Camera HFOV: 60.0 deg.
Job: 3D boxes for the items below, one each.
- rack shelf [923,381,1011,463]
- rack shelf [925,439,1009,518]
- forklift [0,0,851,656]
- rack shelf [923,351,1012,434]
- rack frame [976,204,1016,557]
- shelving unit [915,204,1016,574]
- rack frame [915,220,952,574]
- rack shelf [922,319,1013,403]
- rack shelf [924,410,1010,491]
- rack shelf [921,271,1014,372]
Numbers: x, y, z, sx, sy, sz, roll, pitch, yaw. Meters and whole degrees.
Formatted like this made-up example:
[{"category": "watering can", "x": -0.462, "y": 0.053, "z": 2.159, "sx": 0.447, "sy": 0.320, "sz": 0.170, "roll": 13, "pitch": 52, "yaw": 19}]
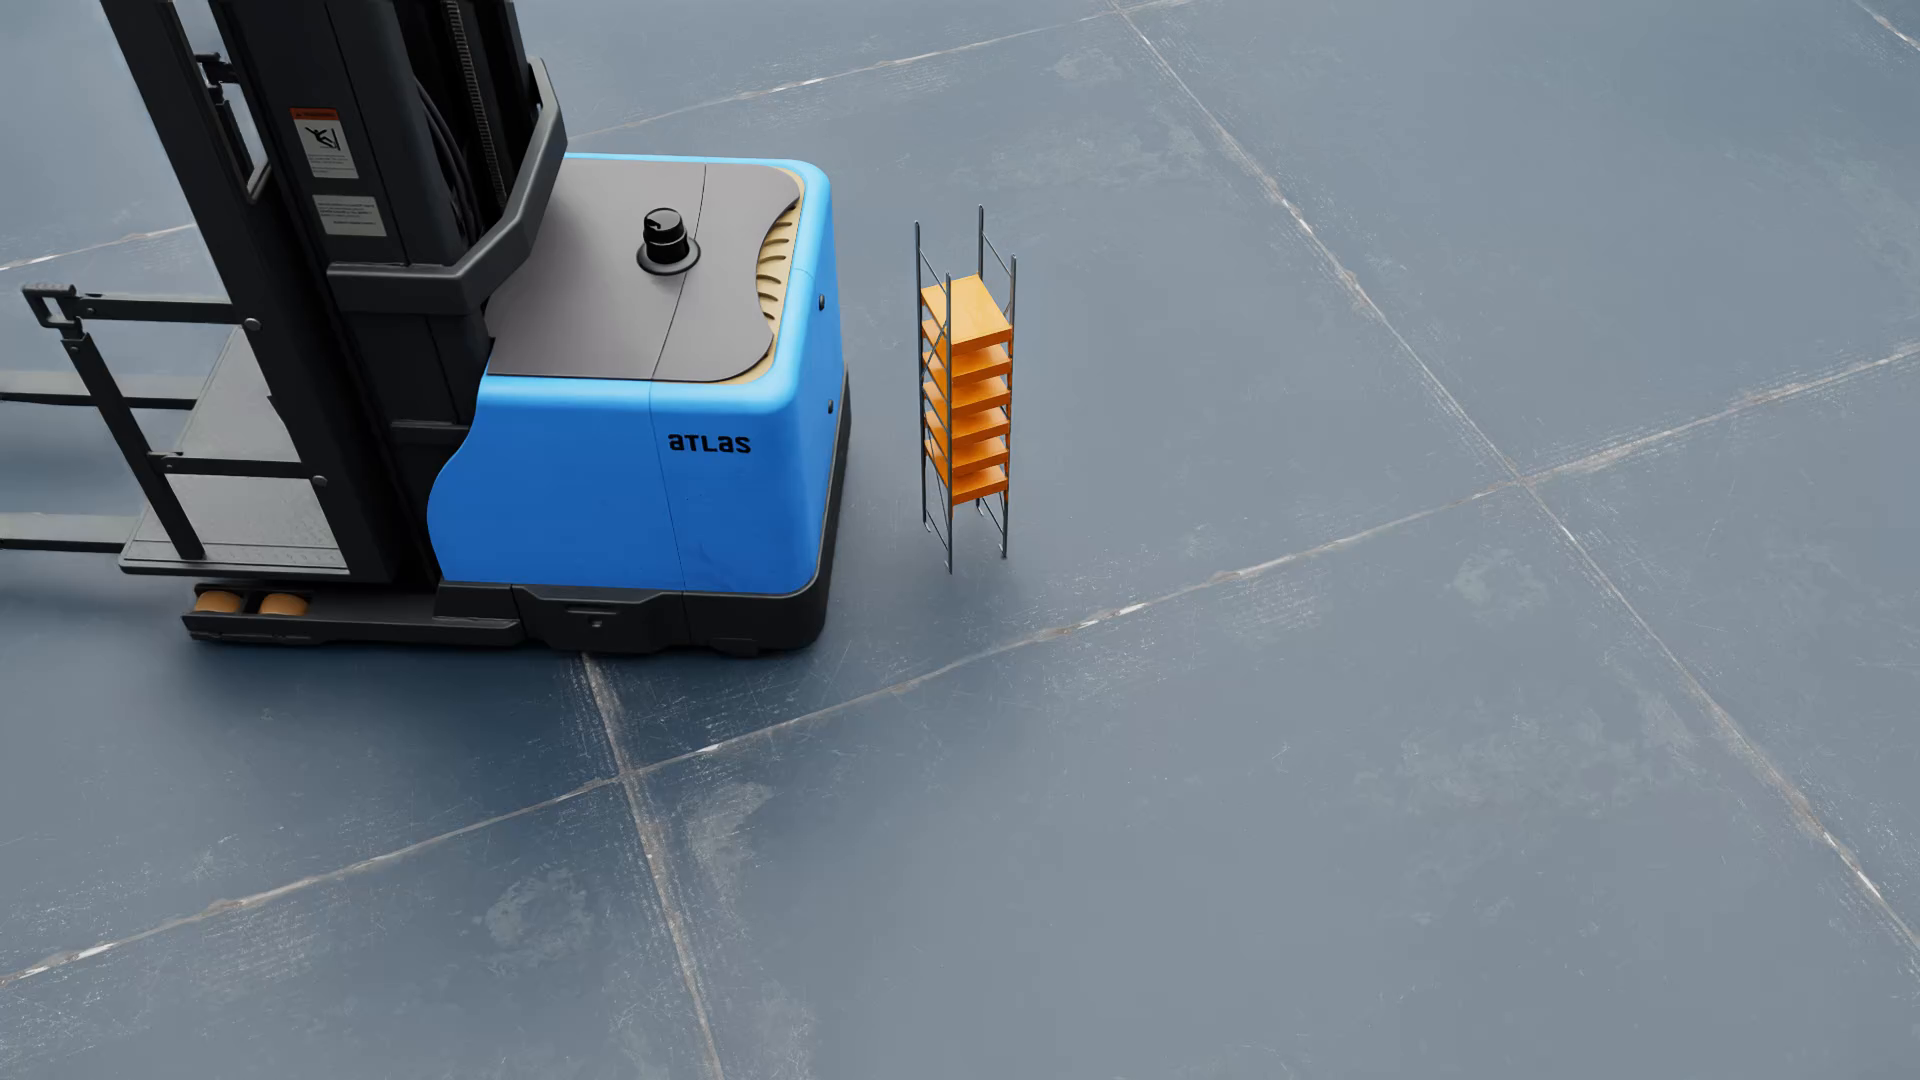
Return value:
[{"category": "rack shelf", "x": 0.013, "y": -0.366, "z": 4.832, "sx": 0.180, "sy": 0.103, "sz": 0.258, "roll": -17, "pitch": 52, "yaw": -14}, {"category": "rack shelf", "x": 0.013, "y": -0.210, "z": 5.014, "sx": 0.180, "sy": 0.103, "sz": 0.258, "roll": -17, "pitch": 52, "yaw": -14}, {"category": "forklift", "x": -1.894, "y": -1.041, "z": 4.212, "sx": 3.031, "sy": 2.935, "sz": 1.130, "roll": 2, "pitch": 49, "yaw": 2}, {"category": "rack shelf", "x": 0.013, "y": -0.444, "z": 4.741, "sx": 0.180, "sy": 0.103, "sz": 0.258, "roll": -17, "pitch": 52, "yaw": -14}, {"category": "rack frame", "x": 0.098, "y": -0.421, "z": 4.821, "sx": 0.006, "sy": 1.200, "sz": 0.240, "roll": -17, "pitch": 52, "yaw": -14}, {"category": "shelving unit", "x": 0.013, "y": -0.395, "z": 4.798, "sx": 0.189, "sy": 1.200, "sz": 0.258, "roll": -17, "pitch": 52, "yaw": -14}, {"category": "rack frame", "x": -0.071, "y": -0.369, "z": 4.776, "sx": 0.006, "sy": 1.200, "sz": 0.240, "roll": -17, "pitch": 52, "yaw": -14}, {"category": "rack shelf", "x": 0.013, "y": -0.522, "z": 4.650, "sx": 0.180, "sy": 0.103, "sz": 0.258, "roll": -17, "pitch": 52, "yaw": -14}, {"category": "rack shelf", "x": 0.013, "y": -0.288, "z": 4.923, "sx": 0.180, "sy": 0.103, "sz": 0.258, "roll": -17, "pitch": 52, "yaw": -14}, {"category": "rack shelf", "x": 0.013, "y": -0.601, "z": 4.559, "sx": 0.180, "sy": 0.103, "sz": 0.258, "roll": -17, "pitch": 52, "yaw": -14}]
